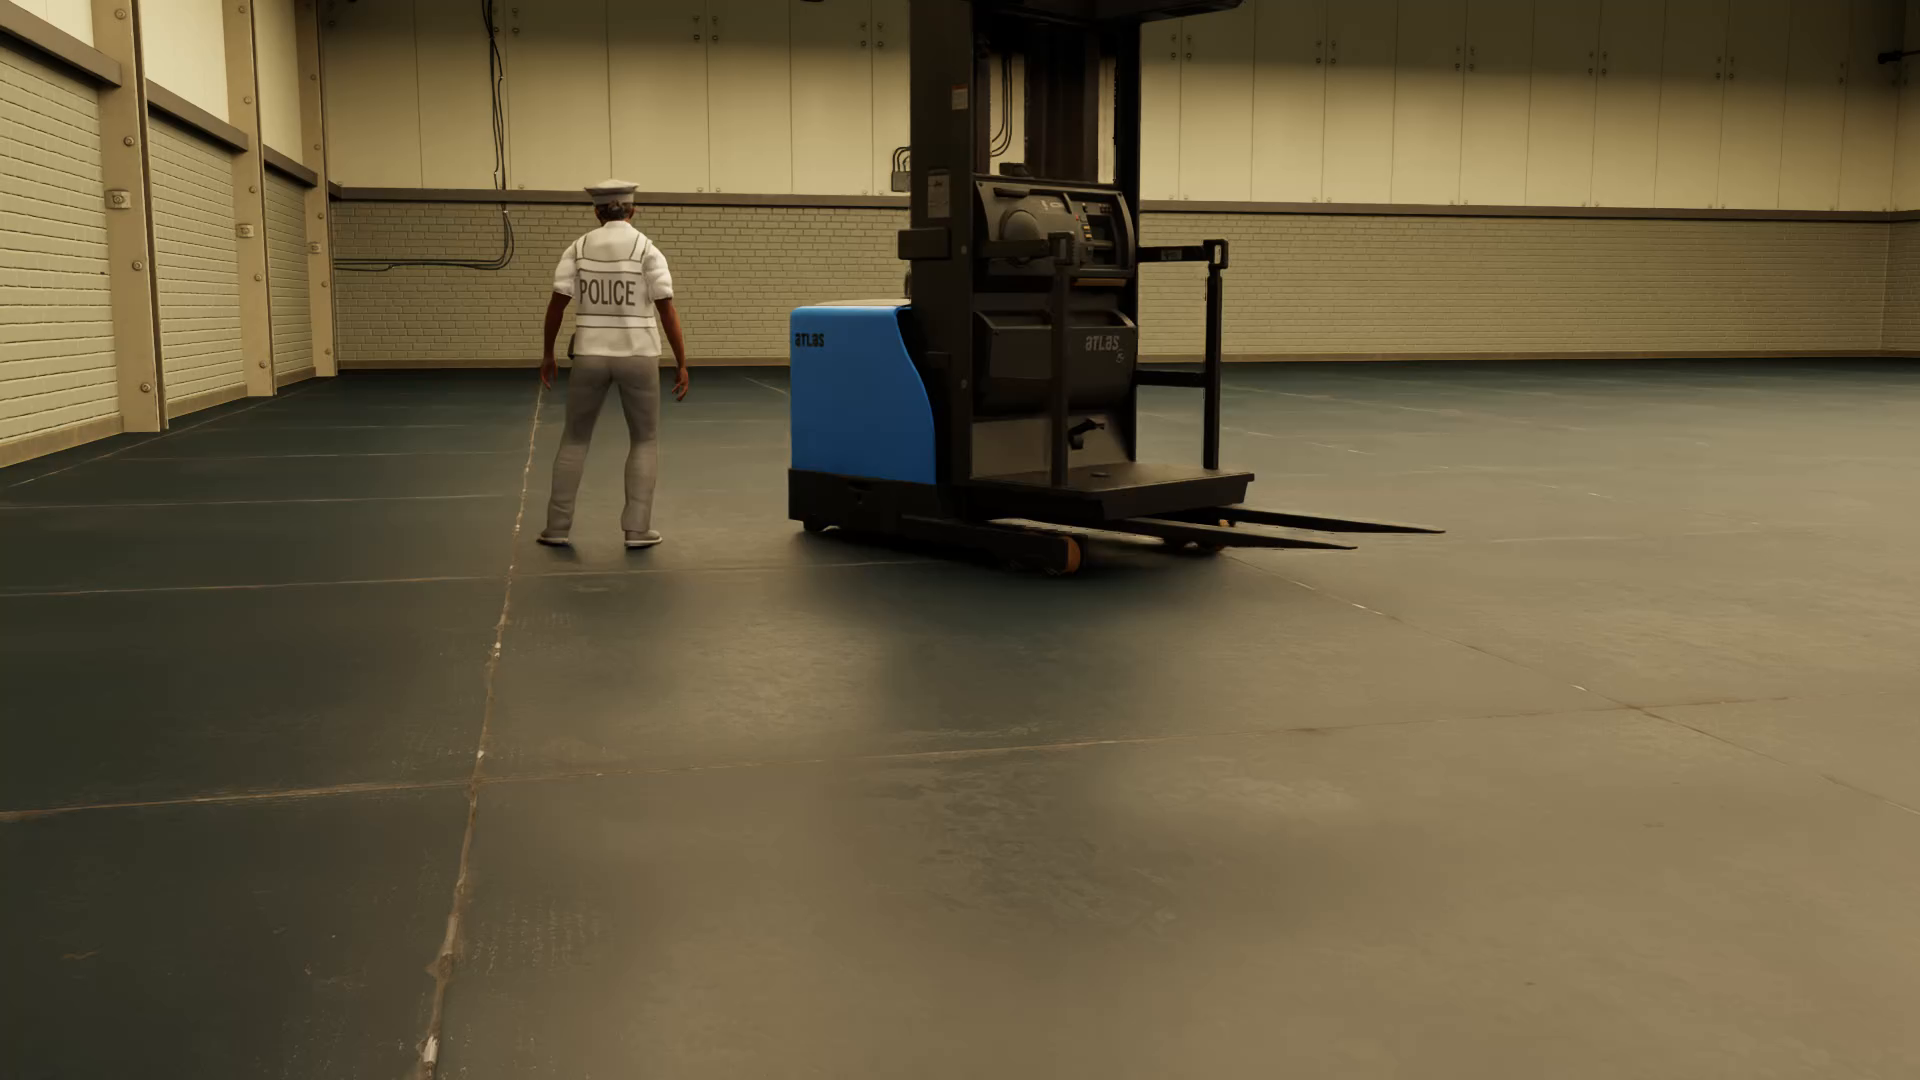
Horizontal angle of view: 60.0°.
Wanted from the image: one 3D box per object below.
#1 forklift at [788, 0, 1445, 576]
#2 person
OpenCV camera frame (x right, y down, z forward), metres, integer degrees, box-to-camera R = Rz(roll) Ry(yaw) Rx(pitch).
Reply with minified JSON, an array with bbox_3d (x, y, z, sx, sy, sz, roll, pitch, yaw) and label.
[{"bbox_3d":[0.567,-1.386,7.036,1.130,2.935,3.031,-8,11,-44],"label":"forklift"},{"bbox_3d":[-1.575,-0.788,7.462,0.734,1.636,0.375,0,8,1],"label":"person"}]
